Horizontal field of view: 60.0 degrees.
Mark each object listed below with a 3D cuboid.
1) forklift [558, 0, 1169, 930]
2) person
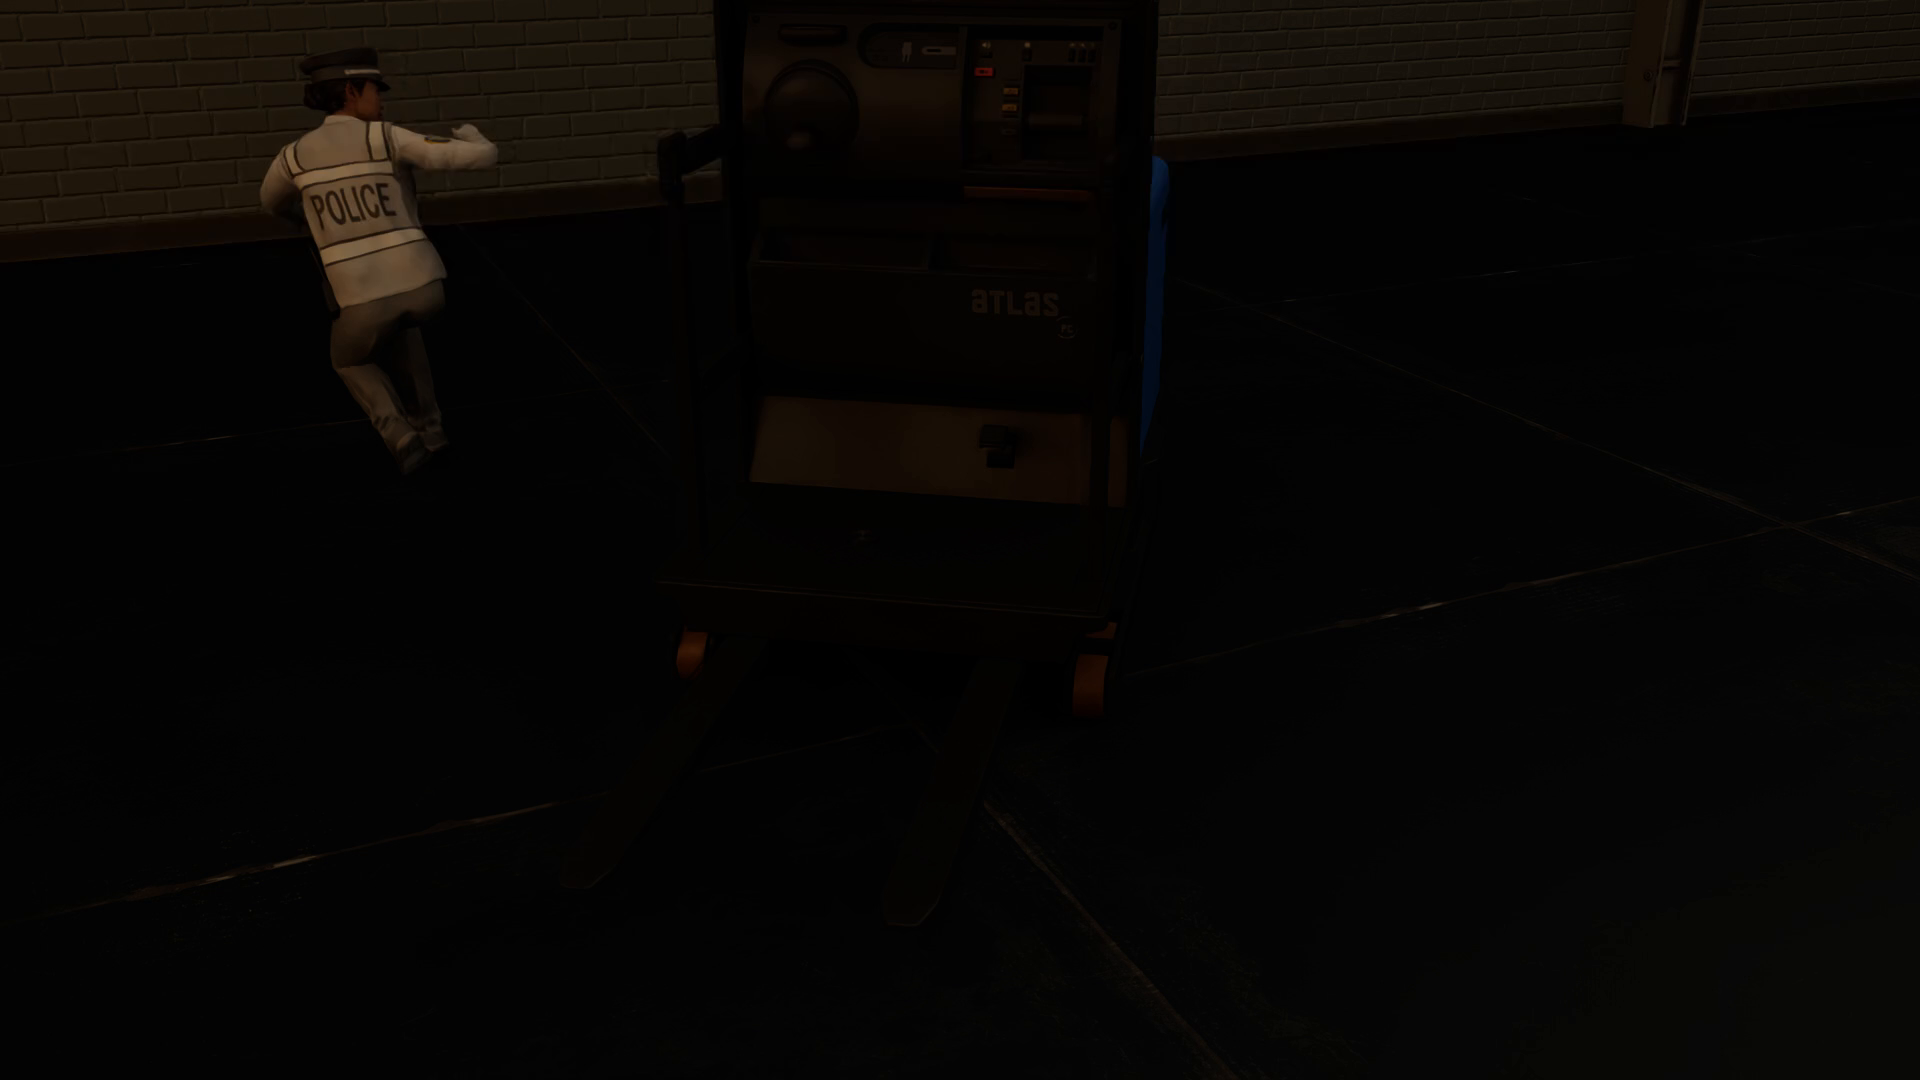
[{"bbox_3d":[-0.114,-1.066,3.853,1.130,2.935,3.031,4,23,10],"label":"forklift"},{"bbox_3d":[-1.919,-0.939,5.565,0.708,1.401,0.945,-11,25,-24],"label":"person"}]
